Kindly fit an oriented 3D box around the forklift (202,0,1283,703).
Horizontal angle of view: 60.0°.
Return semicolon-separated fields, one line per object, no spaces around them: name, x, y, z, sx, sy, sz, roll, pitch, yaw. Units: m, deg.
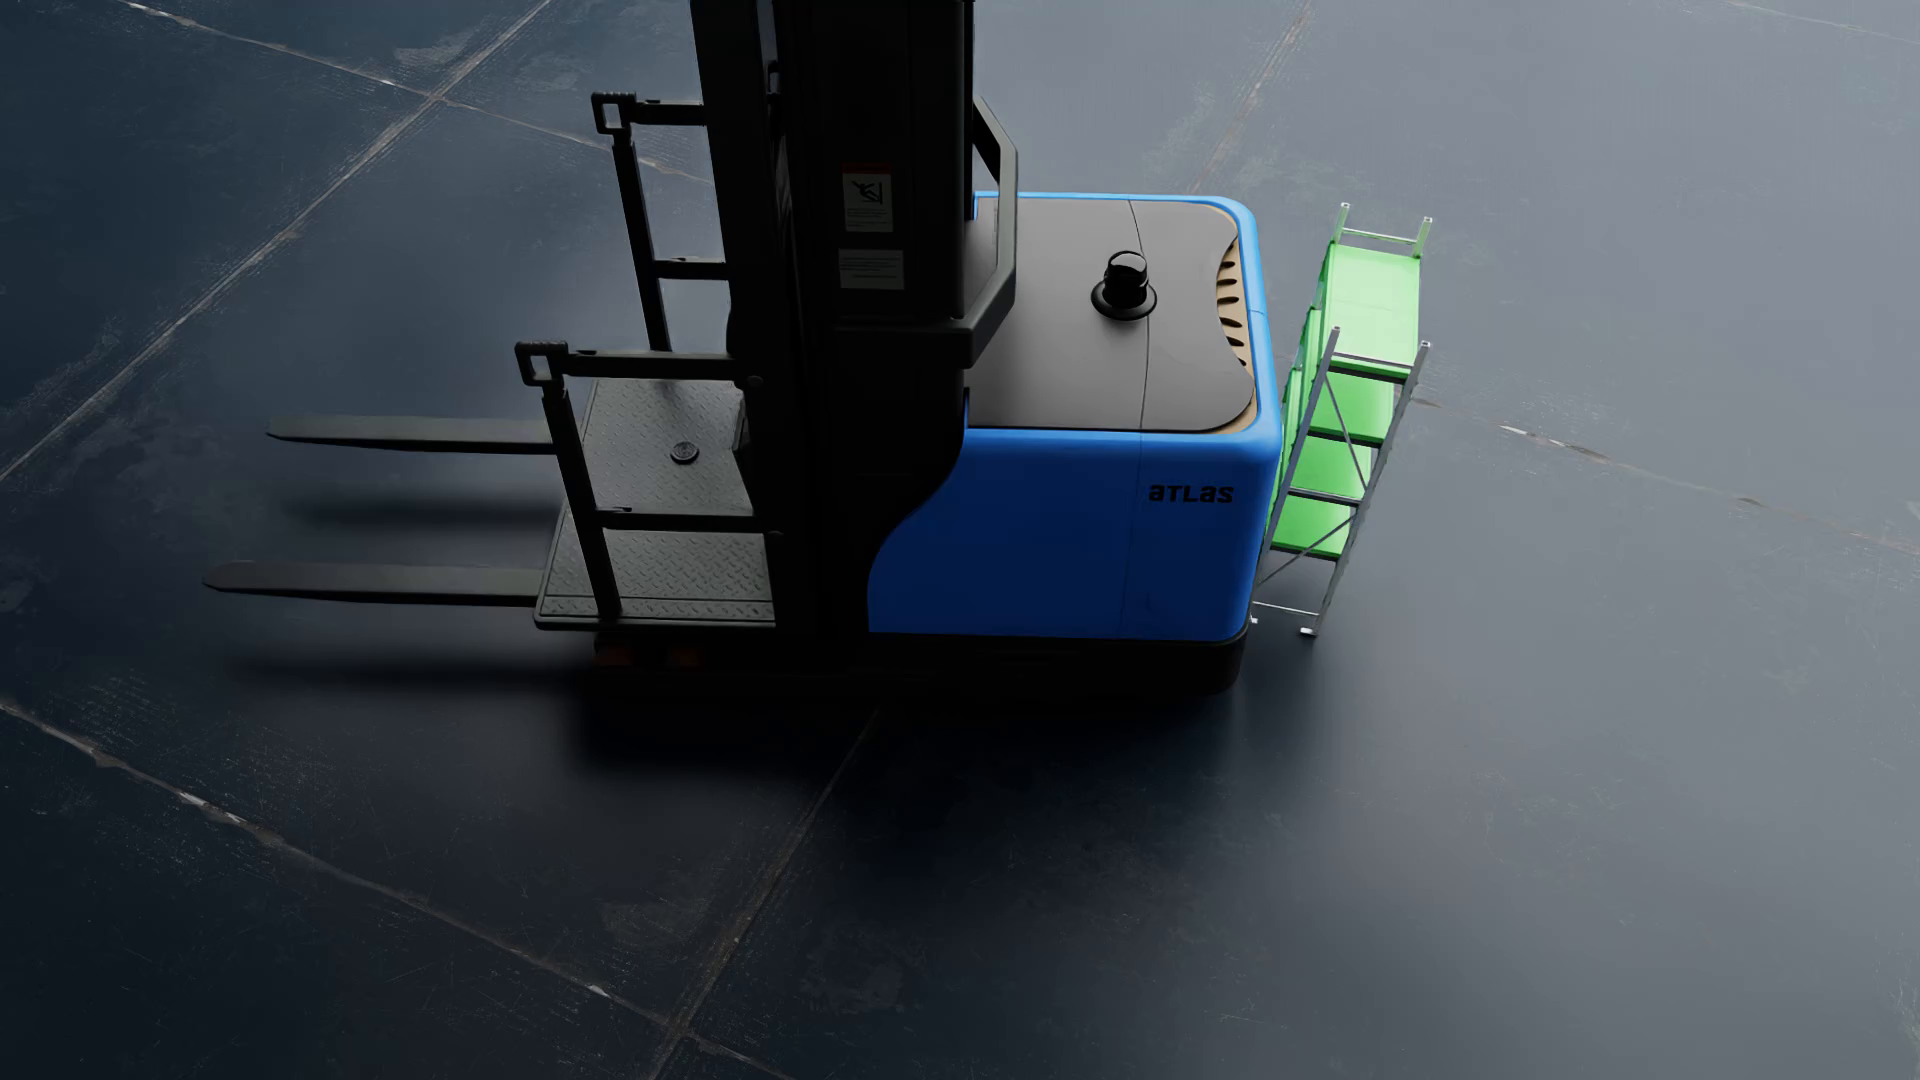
forklift;-0.688;-0.892;4.085;3.031;2.935;1.130;2;50;1

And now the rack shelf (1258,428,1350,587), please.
rack shelf;1.027;-0.110;4.943;0.258;0.148;0.480;11;50;4

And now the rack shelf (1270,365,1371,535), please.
rack shelf;1.042;-0.263;4.759;0.258;0.148;0.480;11;50;4

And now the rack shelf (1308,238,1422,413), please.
rack shelf;1.072;-0.568;4.390;0.258;0.148;0.480;11;50;4

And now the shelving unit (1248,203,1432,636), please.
shelving unit;1.046;-0.303;4.710;0.258;1.200;0.503;11;50;4

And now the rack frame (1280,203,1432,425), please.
rack frame;1.093;-0.486;4.865;0.240;1.200;0.015;11;50;4

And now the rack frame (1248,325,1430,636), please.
rack frame;0.999;-0.121;4.555;0.240;1.200;0.015;11;50;4

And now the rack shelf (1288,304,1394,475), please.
rack shelf;1.057;-0.416;4.575;0.258;0.148;0.480;11;50;4
